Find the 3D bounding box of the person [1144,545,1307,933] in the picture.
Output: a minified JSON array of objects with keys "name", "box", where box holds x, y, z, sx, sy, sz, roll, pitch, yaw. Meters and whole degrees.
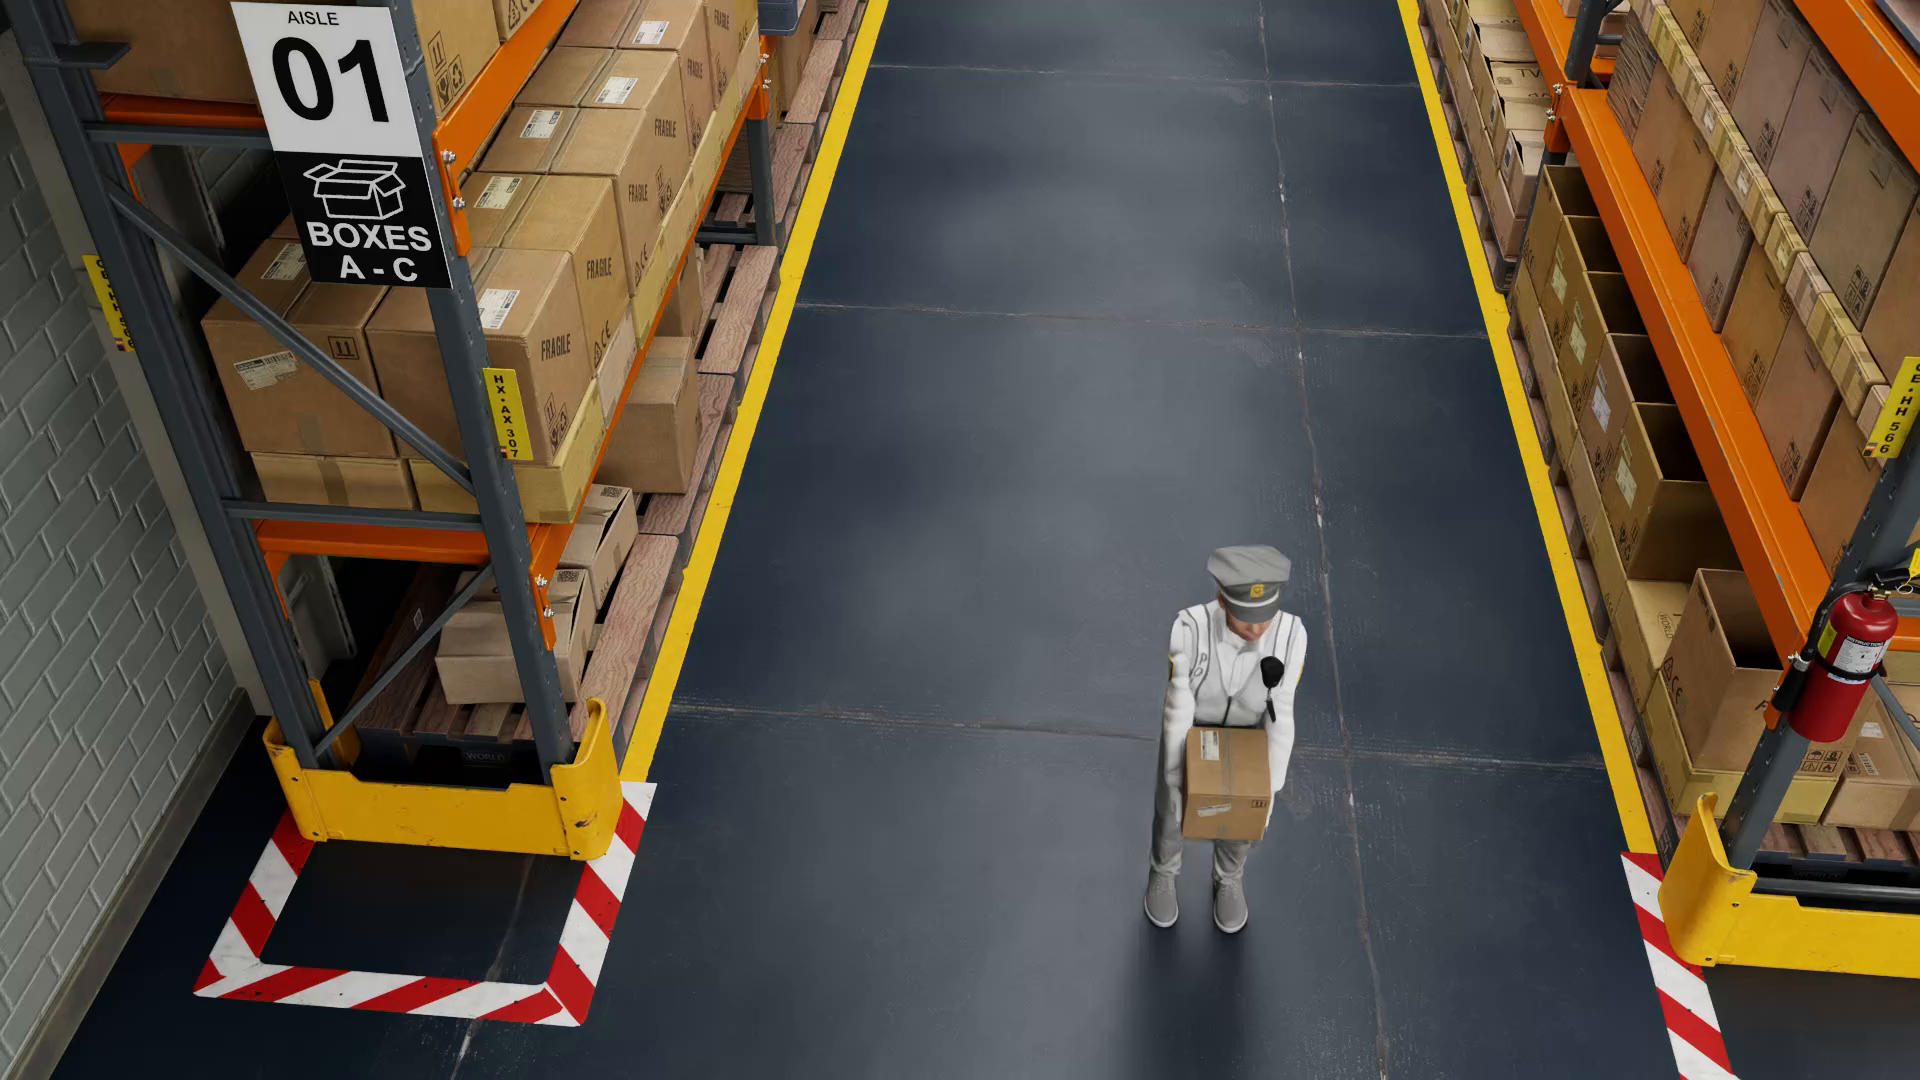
[{"name":"person","box":[0.846,0.692,5.346,0.415,1.665,0.542,3,40,3]}]
